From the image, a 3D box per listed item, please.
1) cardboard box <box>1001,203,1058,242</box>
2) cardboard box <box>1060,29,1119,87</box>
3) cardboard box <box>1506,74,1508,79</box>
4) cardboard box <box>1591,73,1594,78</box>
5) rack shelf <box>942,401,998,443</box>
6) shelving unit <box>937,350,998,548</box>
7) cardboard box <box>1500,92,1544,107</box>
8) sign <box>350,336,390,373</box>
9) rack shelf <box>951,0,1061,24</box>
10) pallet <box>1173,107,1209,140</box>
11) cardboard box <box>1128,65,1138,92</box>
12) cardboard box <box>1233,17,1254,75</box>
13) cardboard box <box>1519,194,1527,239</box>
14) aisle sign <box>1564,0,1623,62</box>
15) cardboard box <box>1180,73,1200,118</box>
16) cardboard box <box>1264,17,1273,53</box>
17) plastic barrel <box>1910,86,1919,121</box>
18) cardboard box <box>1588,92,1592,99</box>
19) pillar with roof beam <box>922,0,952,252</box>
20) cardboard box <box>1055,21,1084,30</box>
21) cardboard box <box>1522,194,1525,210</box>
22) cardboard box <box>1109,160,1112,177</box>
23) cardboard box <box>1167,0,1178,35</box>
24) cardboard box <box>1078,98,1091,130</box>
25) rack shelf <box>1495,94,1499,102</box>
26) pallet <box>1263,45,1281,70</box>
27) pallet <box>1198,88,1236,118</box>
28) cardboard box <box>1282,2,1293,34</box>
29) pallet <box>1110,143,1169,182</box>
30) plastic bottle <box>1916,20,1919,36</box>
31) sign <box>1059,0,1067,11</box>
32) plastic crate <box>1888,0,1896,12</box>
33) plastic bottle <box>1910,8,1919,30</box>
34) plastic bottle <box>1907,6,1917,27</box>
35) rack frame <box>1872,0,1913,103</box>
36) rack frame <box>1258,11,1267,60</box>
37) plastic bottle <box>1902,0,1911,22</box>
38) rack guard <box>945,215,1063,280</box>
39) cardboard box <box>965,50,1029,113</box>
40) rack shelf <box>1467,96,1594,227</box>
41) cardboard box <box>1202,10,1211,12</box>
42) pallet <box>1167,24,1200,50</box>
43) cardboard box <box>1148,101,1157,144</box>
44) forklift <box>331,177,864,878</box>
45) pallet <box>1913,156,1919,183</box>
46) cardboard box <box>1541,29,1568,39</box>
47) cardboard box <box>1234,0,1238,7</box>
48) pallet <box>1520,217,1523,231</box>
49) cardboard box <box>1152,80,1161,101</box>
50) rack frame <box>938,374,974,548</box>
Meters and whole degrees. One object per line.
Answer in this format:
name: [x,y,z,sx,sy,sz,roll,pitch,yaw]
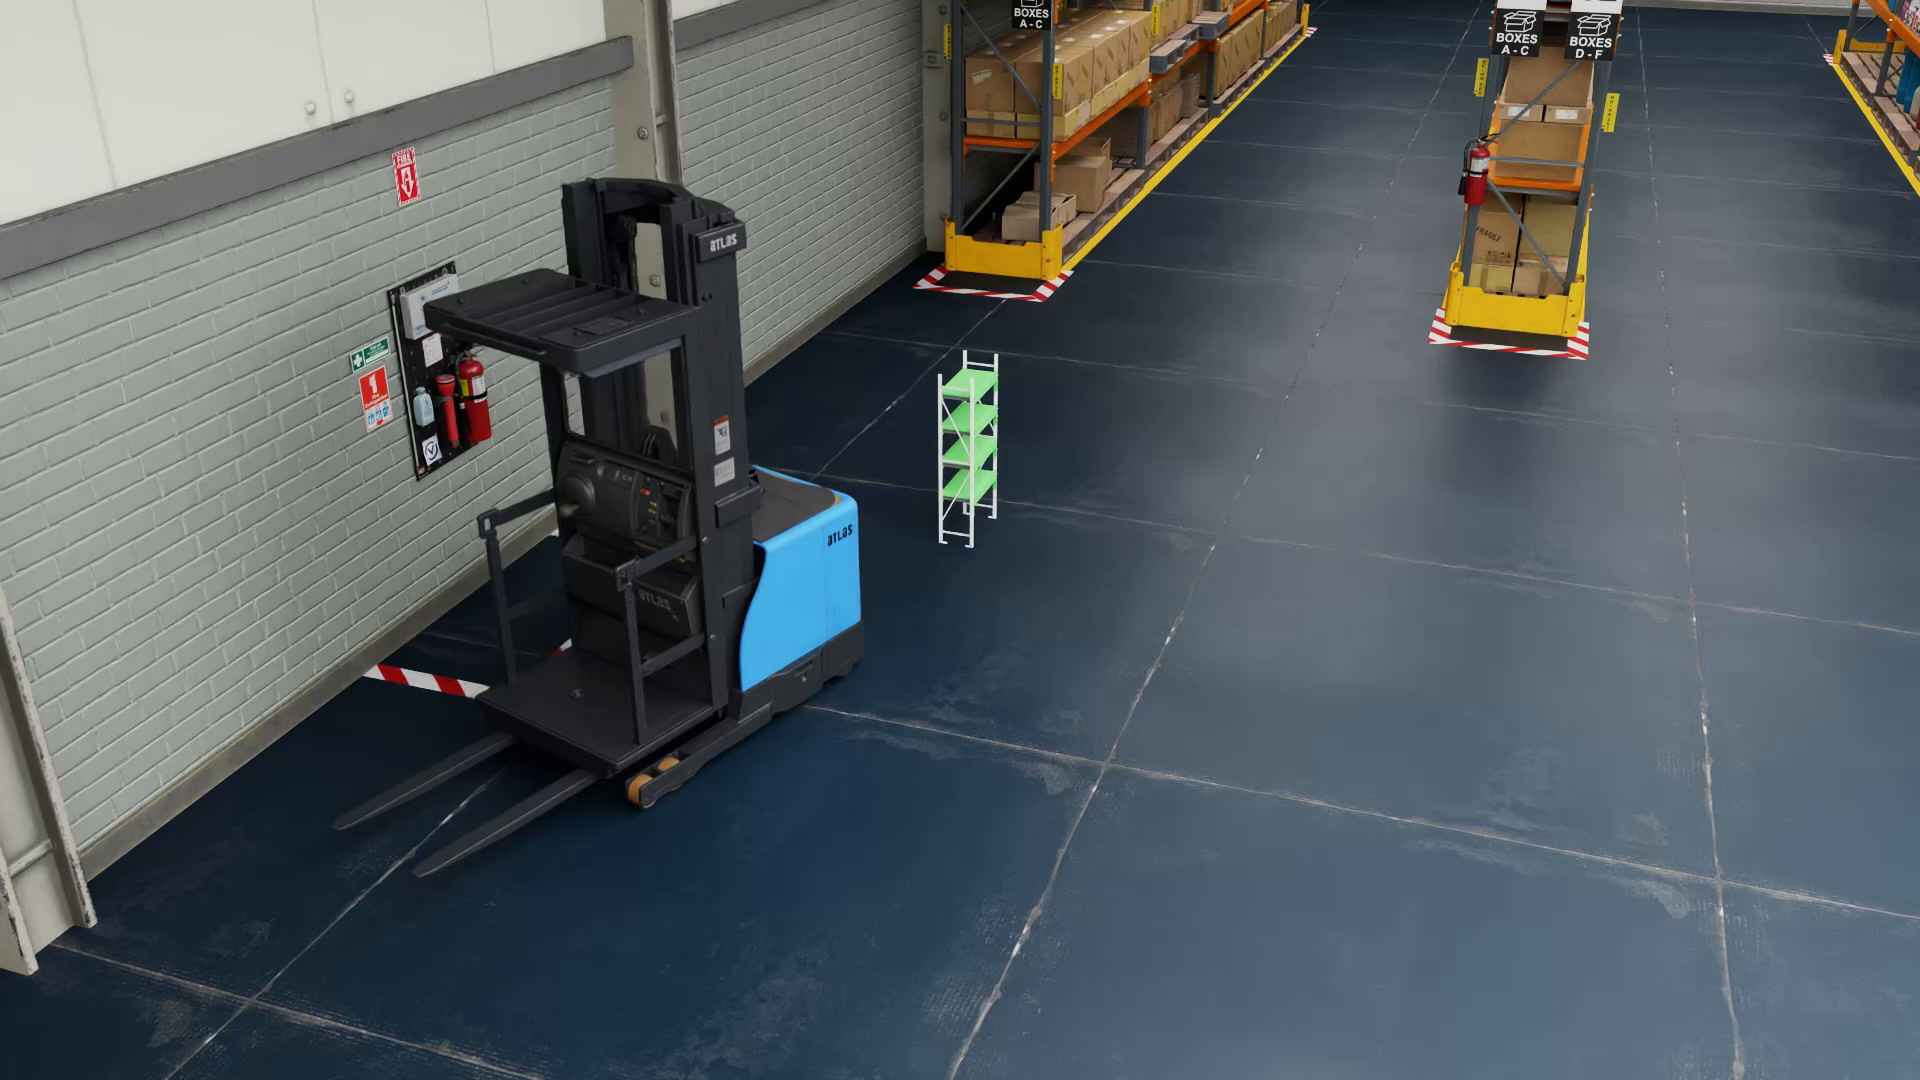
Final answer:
cardboard box: [0.726,-3.318,17.242,0.500,0.311,0.500,6,26,12]
cardboard box: [1.365,-5.118,17.667,0.500,0.500,0.500,10,27,19]
cardboard box: [5.460,-4.396,16.029,0.380,0.149,0.250,10,27,19]
cardboard box: [5.929,-4.441,16.121,0.380,0.149,0.250,9,27,18]
rack shelf: [0.055,-0.767,11.052,0.258,0.148,0.480,9,27,17]
shelving unit: [0.055,-0.608,11.129,0.258,1.200,0.503,9,27,17]
cardboard box: [5.116,-3.972,15.152,0.380,0.149,0.250,9,27,19]
sign: [-3.299,-1.040,9.306,0.001,0.109,0.331,9,27,17]
rack shelf: [1.076,-5.907,17.392,1.077,0.370,4.000,9,27,17]
pallet: [2.811,-5.771,22.927,1.003,0.211,1.213,9,27,17]
cardboard box: [1.696,-5.202,18.702,0.500,0.250,0.500,9,27,18]
cardboard box: [4.017,-7.560,25.408,0.750,0.750,0.750,10,27,19]
cardboard box: [5.790,-3.233,16.297,0.500,0.500,0.500,9,27,17]
aisle sign: [5.350,-4.441,13.997,0.394,0.787,0.004,9,27,17]
cardboard box: [2.882,-6.116,22.804,0.700,0.500,0.500,9,27,18]
cardboard box: [4.749,-8.347,27.434,0.700,0.500,0.500,9,27,18]
plastic barrel: [13.041,-5.892,22.350,0.421,0.512,0.421,0,26,0]
cardboard box: [5.586,-4.021,15.253,0.380,0.149,0.250,9,27,18]
pillar with roof beam: [3.887,-6.548,14.448,9.100,9.000,0.400,9,27,17]
cardboard box: [1.042,-5.403,18.256,0.500,0.500,0.500,10,27,19]
cardboard box: [5.632,-3.719,17.302,0.500,0.500,0.500,9,27,17]
cardboard box: [1.592,-4.402,19.645,0.380,0.166,0.250,5,26,11]
cardboard box: [2.326,-6.654,20.931,0.700,0.500,0.500,13,29,24]
cardboard box: [1.032,-4.371,16.984,0.500,0.250,0.500,8,27,16]
rack shelf: [7.080,-5.484,19.960,1.077,0.370,4.000,9,27,17]
pallet: [4.731,-8.037,27.606,1.003,0.211,1.213,9,27,17]
pallet: [3.406,-6.405,24.236,1.003,0.211,1.213,9,27,17]
cardboard box: [5.430,-9.190,29.176,0.700,0.500,0.500,9,27,17]
pallet: [1.999,-4.768,20.856,1.003,0.211,1.213,9,27,17]
plastic bottle: [12.783,-6.841,22.086,0.097,0.271,0.097,0,26,0]
sign: [1.217,-6.303,19.498,0.100,0.325,0.005,9,27,17]
plastic crate: [13.580,-7.815,23.898,0.392,0.384,0.575,9,27,17]
plastic bottle: [12.926,-7.048,22.498,0.061,0.283,0.133,9,27,17]
plastic bottle: [13.047,-7.167,22.758,0.097,0.271,0.097,0,26,0]
rack frame: [13.746,-7.554,23.409,1.000,3.000,0.127,9,27,17]
rack frame: [4.404,-8.991,26.377,1.000,3.000,0.127,9,27,17]
plastic bottle: [13.177,-7.358,23.138,0.061,0.283,0.133,9,27,17]
rack guard: [0.436,-2.965,16.801,1.175,0.500,0.348,9,27,17]
cardboard box: [0.367,-4.563,16.520,0.500,0.500,0.500,8,27,17]
rack shelf: [5.749,-3.840,16.565,1.077,0.370,4.000,9,27,17]
cardboard box: [3.401,-7.344,23.242,0.380,0.149,0.250,8,27,17]
pallet: [2.453,-6.441,21.331,1.003,0.211,1.213,9,27,17]
cardboard box: [2.095,-5.300,21.119,0.700,0.500,0.500,8,27,16]
forklift: [-1.836,-0.201,8.301,1.130,2.935,3.031,18,31,32]
pallet: [12.121,-4.342,19.976,1.003,0.211,1.213,9,27,17]
cardboard box: [5.438,-4.400,15.292,0.700,0.500,0.500,8,27,16]
cardboard box: [3.901,-7.976,24.547,0.380,0.149,0.250,9,27,18]
pallet: [6.110,-3.410,18.051,1.003,0.211,1.213,9,27,17]
cardboard box: [2.284,-5.814,21.319,0.500,0.250,0.500,8,27,16]
rack frame: [-0.026,-0.508,10.922,0.240,1.200,0.015,9,27,17]
